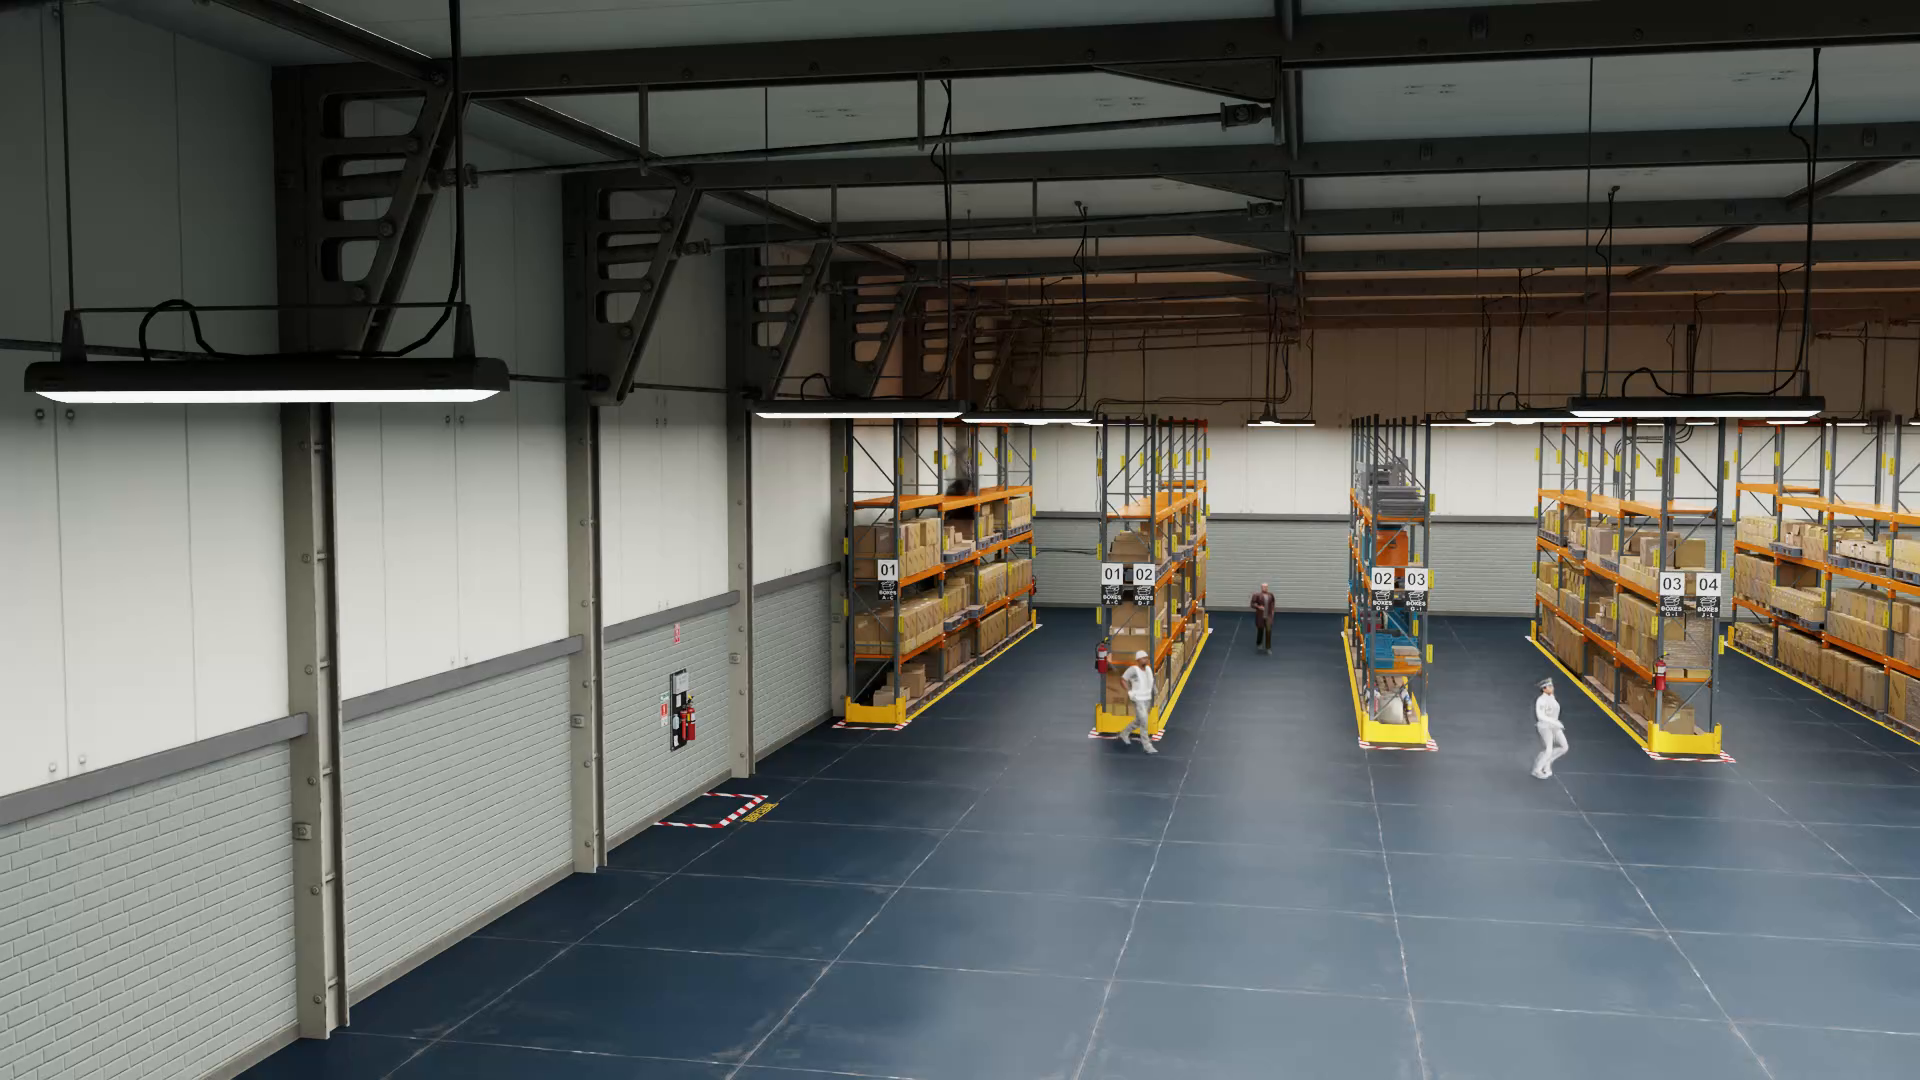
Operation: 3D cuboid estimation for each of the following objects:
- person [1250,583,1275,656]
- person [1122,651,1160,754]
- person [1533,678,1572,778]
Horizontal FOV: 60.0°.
[{"bbox_3d":[7.751,2.002,42.491,0.698,1.802,0.981,0,4,-3],"label":"person"},{"bbox_3d":[3.231,2.868,29.616,0.906,1.790,0.685,3,5,43],"label":"person"},{"bbox_3d":[9.702,3.073,27.215,0.625,1.658,0.591,-4,5,-43],"label":"person"}]
